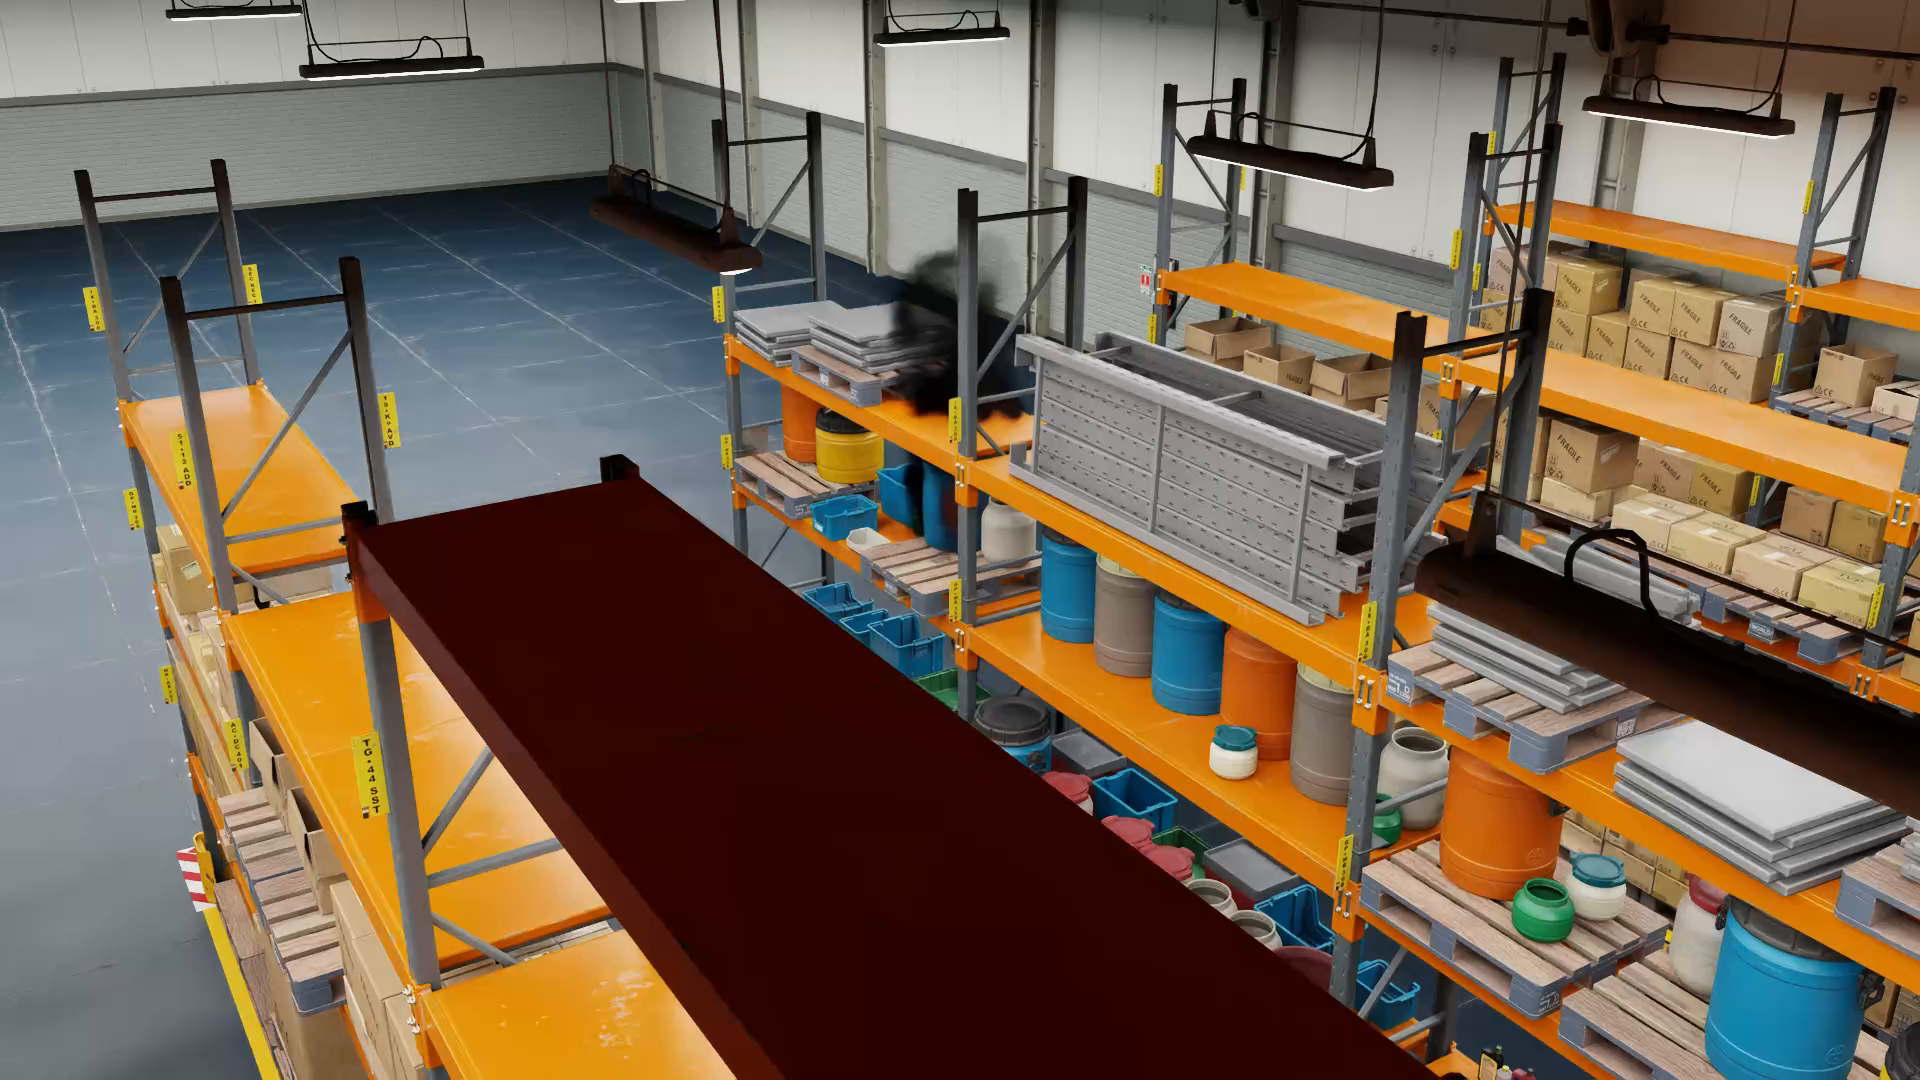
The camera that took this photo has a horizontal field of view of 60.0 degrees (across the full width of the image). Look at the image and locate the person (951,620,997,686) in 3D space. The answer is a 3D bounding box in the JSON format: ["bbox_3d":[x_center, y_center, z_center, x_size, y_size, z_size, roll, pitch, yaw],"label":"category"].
[{"bbox_3d":[0.103,1.033,16.627,0.765,1.712,0.581,19,28,38],"label":"person"}]
